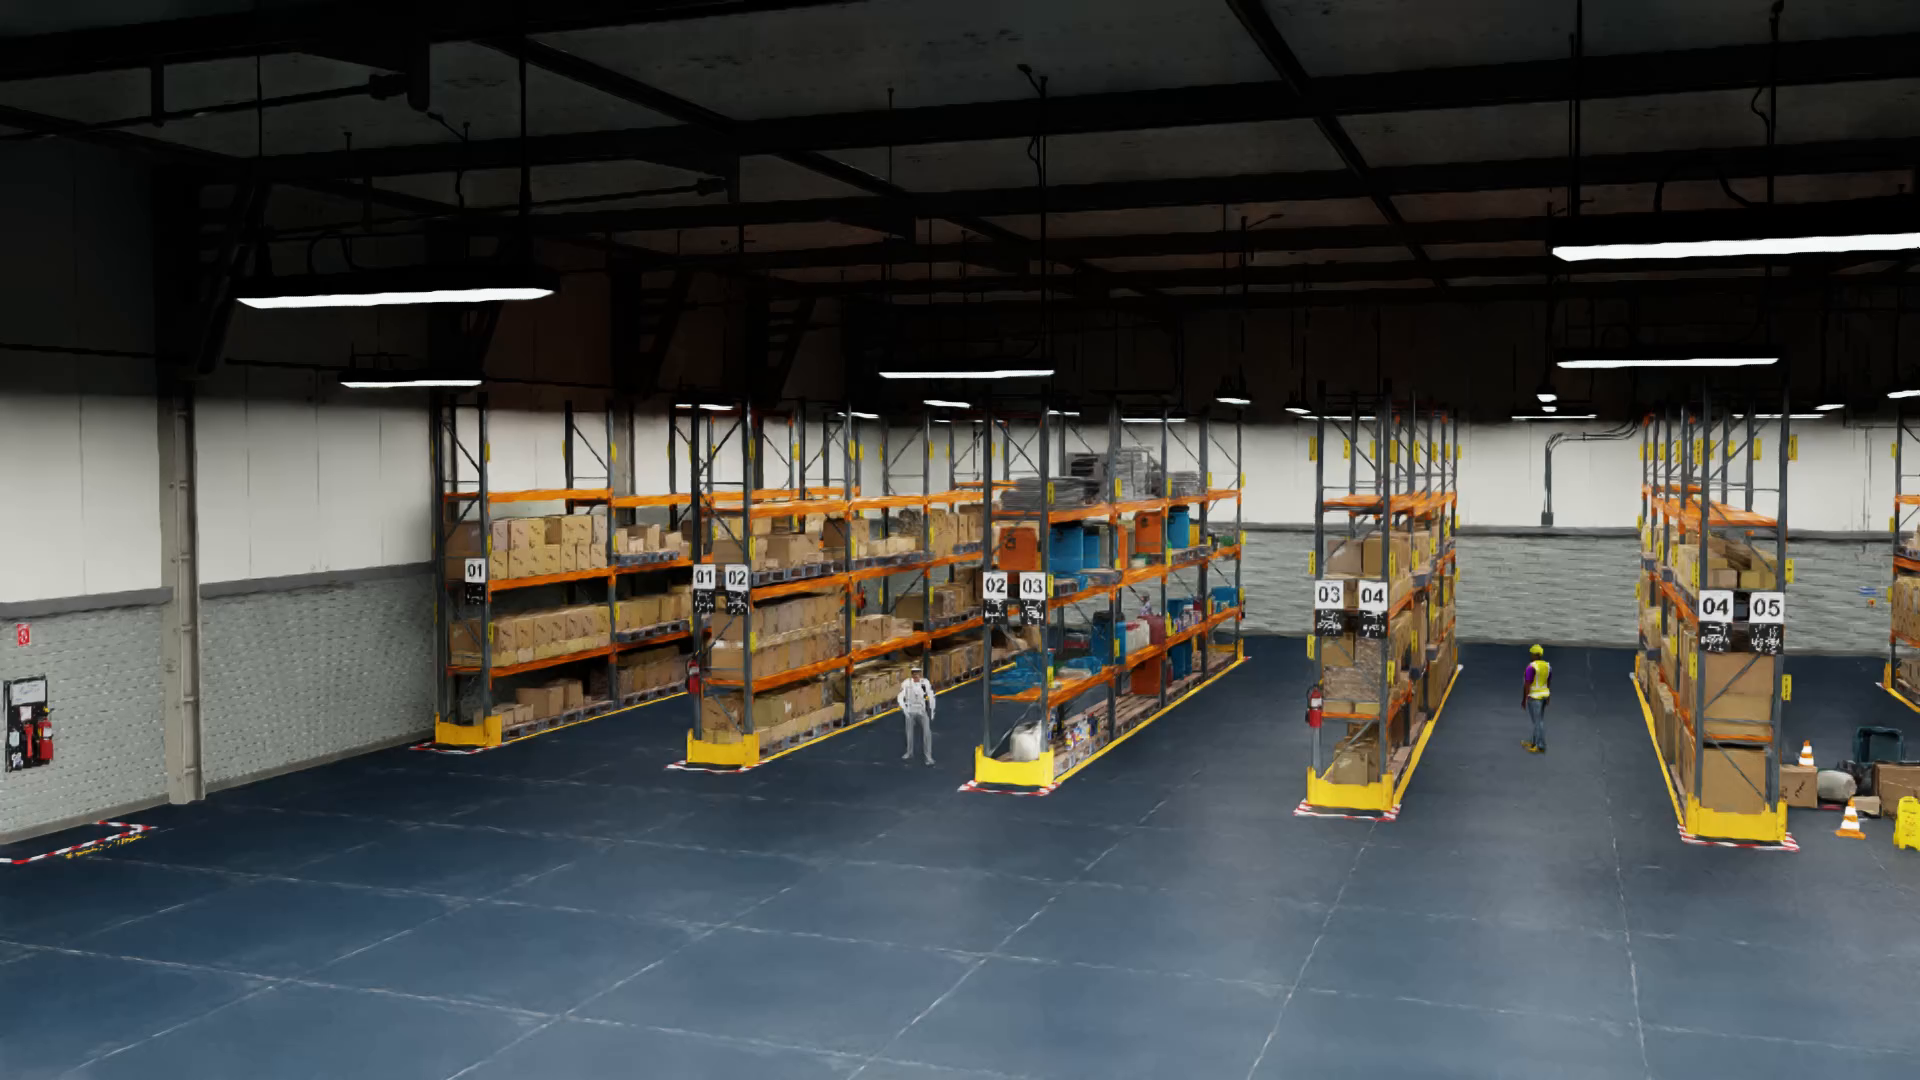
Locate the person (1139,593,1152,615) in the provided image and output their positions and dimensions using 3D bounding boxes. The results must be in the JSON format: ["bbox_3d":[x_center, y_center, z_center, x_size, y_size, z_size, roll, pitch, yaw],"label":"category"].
[{"bbox_3d":[4.413,2.077,39.419,0.481,1.645,0.608,1,3,14],"label":"person"}]

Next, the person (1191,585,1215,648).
[{"bbox_3d":[6.023,1.946,41.660,0.586,1.677,0.950,3,4,43],"label":"person"}]

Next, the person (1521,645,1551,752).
[{"bbox_3d":[9.607,2.624,27.801,0.673,1.763,0.580,-3,4,-41],"label":"person"}]

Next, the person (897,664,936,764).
[{"bbox_3d":[-0.688,2.763,26.746,0.630,1.604,0.811,0,3,2],"label":"person"}]
